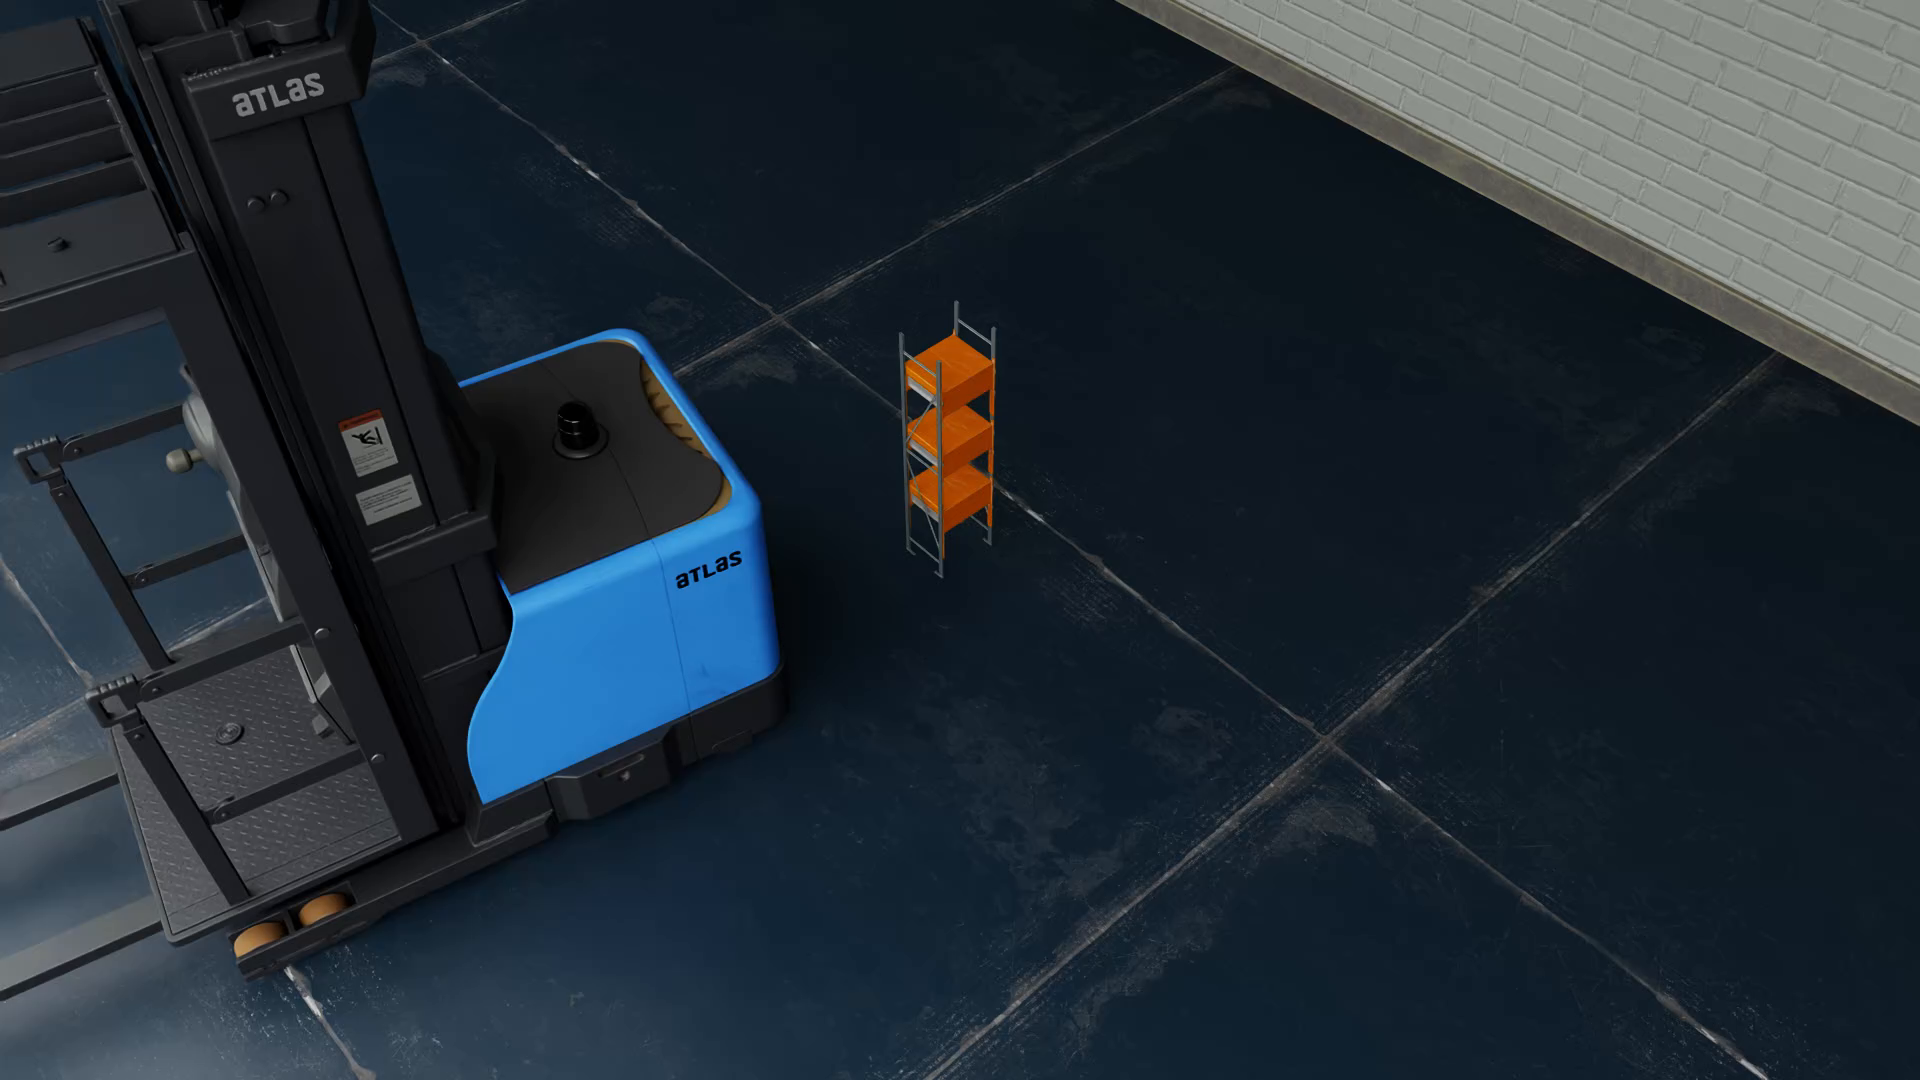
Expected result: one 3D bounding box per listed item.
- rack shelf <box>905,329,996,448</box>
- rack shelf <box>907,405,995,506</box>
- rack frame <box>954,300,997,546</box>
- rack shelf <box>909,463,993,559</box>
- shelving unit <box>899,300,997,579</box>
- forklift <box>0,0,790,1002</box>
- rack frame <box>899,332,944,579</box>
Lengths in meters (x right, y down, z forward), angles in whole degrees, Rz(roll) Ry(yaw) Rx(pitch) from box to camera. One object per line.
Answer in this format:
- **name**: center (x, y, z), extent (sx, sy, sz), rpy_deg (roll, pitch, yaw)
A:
- **rack shelf**: center (-0.040, -0.515, 5.639), extent (0.240, 0.259, 0.215), rpy_deg (-34, 56, -27)
- **rack shelf**: center (-0.040, -0.322, 5.848), extent (0.240, 0.259, 0.215), rpy_deg (-34, 56, -27)
- **rack frame**: center (0.051, -0.390, 5.895), extent (0.008, 1.050, 0.200), rpy_deg (-34, 56, -27)
- **rack shelf**: center (-0.040, -0.134, 6.052), extent (0.240, 0.259, 0.215), rpy_deg (-34, 56, -27)
- **shelving unit**: center (-0.040, -0.330, 5.840), extent (0.252, 1.050, 0.215), rpy_deg (-34, 56, -27)
- **forklift**: center (-2.107, -0.128, 4.374), extent (3.031, 2.935, 1.130), rpy_deg (-23, 52, -20)
- **rack frame**: center (-0.130, -0.269, 5.784), extent (0.008, 1.050, 0.200), rpy_deg (-34, 56, -27)
